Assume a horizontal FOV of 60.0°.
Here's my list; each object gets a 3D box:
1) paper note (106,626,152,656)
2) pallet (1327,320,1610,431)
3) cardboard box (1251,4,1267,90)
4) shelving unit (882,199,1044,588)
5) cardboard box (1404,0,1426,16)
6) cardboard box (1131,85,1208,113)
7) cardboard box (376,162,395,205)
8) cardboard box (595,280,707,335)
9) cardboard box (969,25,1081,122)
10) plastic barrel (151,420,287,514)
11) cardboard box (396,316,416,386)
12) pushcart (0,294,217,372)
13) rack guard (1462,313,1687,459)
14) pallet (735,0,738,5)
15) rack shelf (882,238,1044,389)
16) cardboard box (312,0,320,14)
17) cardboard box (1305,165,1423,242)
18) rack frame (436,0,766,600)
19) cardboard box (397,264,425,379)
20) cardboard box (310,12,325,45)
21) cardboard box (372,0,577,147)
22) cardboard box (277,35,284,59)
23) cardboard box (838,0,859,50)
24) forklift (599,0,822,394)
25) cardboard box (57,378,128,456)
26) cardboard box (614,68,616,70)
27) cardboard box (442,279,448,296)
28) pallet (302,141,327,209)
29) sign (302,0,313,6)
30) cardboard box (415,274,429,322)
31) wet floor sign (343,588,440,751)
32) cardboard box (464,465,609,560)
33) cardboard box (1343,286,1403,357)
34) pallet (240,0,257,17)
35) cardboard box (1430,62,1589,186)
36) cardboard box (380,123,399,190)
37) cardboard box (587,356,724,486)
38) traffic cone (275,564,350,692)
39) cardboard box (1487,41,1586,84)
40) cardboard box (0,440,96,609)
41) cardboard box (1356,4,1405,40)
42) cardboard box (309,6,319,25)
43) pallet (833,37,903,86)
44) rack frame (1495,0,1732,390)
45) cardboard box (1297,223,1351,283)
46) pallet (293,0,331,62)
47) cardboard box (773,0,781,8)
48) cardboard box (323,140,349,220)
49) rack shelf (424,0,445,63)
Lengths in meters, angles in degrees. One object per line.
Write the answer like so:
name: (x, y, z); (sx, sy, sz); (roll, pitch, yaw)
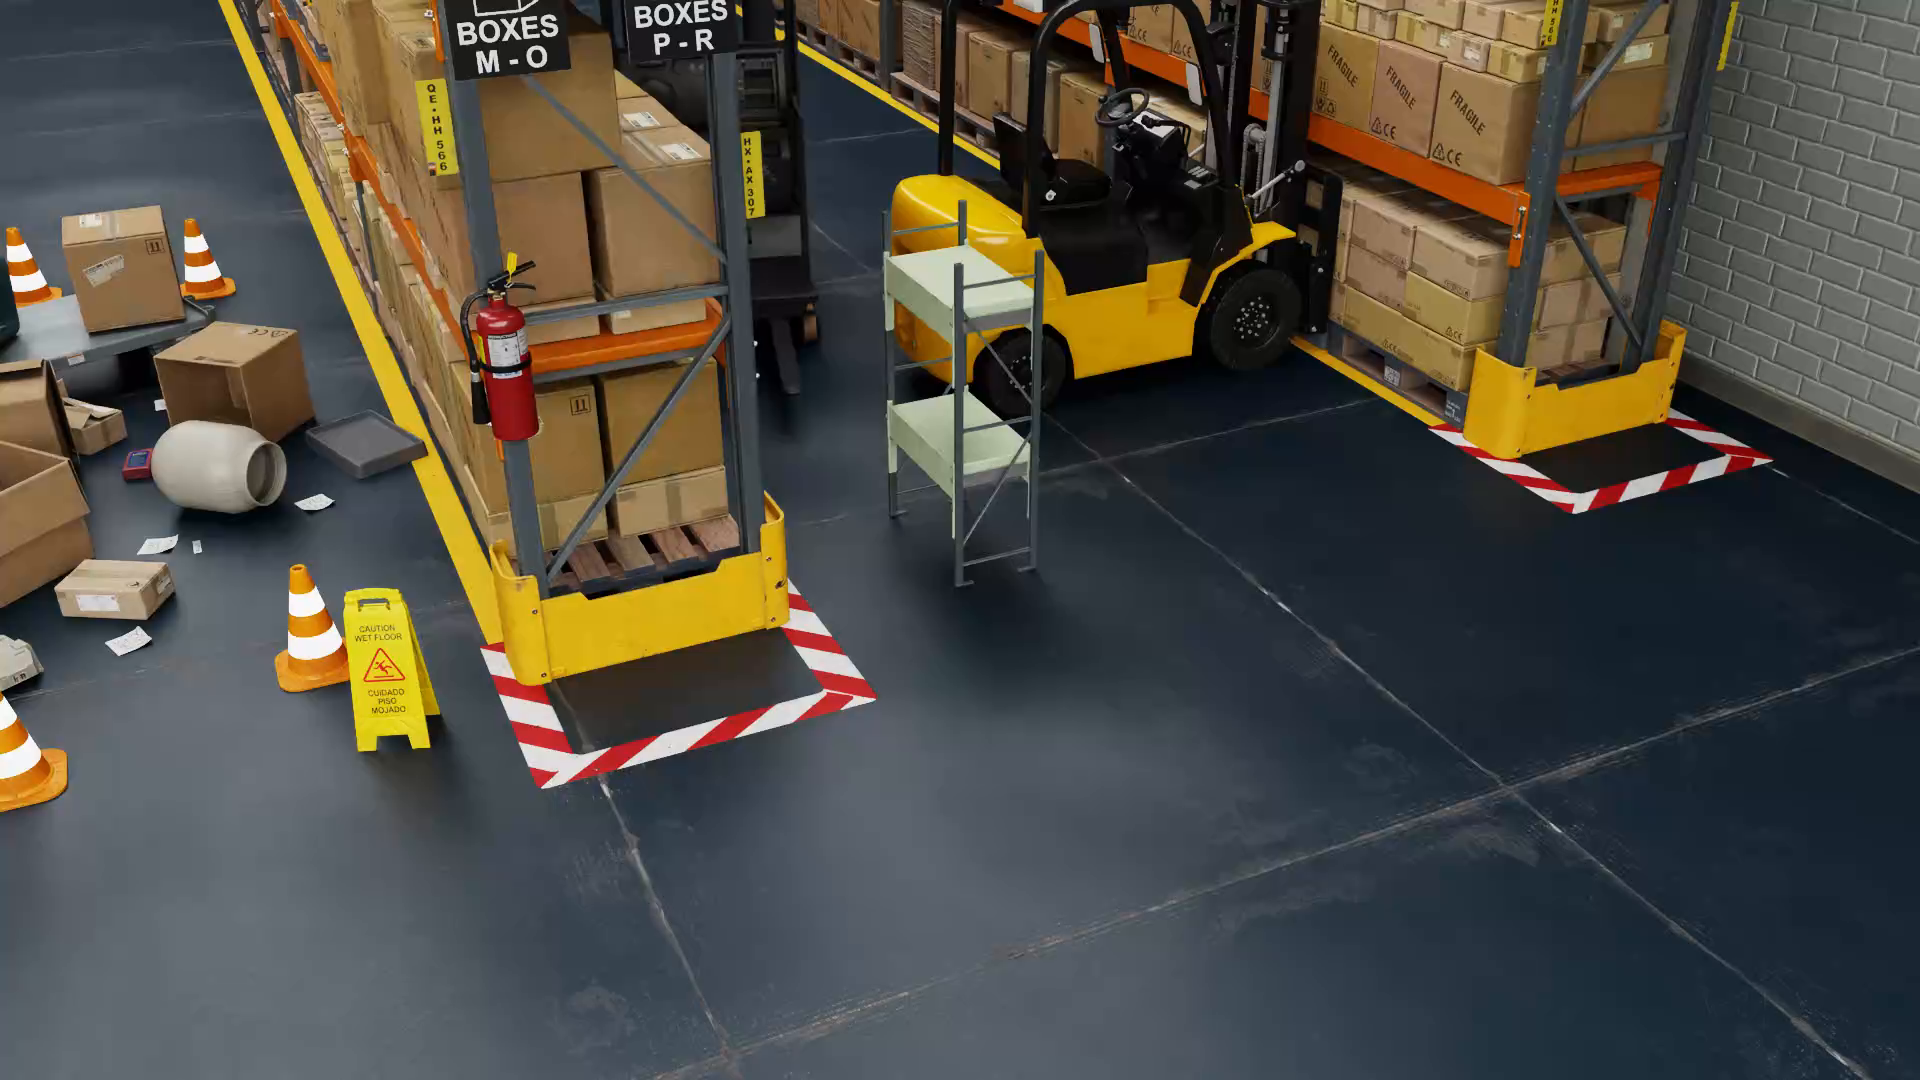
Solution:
paper note: (-3.482, 0.421, 6.968); (0.142, 0.019, 0.148); (26, 38, 38)
pallet: (2.837, -1.031, 9.373); (1.003, 0.211, 1.213); (-13, 32, -22)
cardboard box: (1.898, -3.028, 9.981); (0.500, 0.500, 0.500); (-13, 32, -22)
shelving unit: (0.003, -0.651, 7.378); (0.431, 1.500, 0.755); (-13, 32, -22)
cardboard box: (2.549, -2.827, 8.654); (0.380, 0.149, 0.250); (-13, 32, -22)
cardboard box: (1.410, -2.826, 11.082); (0.500, 0.250, 0.500); (-14, 32, -23)
cardboard box: (-2.609, -1.758, 8.076); (0.380, 0.149, 0.250); (-13, 32, -22)
cardboard box: (-1.237, -0.959, 6.649); (0.380, 0.149, 0.250); (-13, 32, -22)
cardboard box: (0.601, -3.737, 13.346); (0.875, 0.625, 0.625); (-14, 32, -24)
plastic barrel: (-3.532, -0.345, 7.933); (0.512, 0.421, 0.421); (7, 30, 13)
cardboard box: (-2.747, -1.075, 8.981); (0.500, 0.250, 0.500); (-11, 31, -19)
pushcart: (-5.033, -0.997, 9.142); (0.936, 0.377, 1.648); (26, 38, 38)
rack guard: (3.214, -0.818, 8.697); (1.175, 0.500, 0.348); (-13, 32, -22)
pallet: (-2.242, -6.306, 18.781); (1.003, 0.211, 1.213); (-13, 32, -22)
rack shelf: (0.003, -0.992, 7.187); (0.431, 0.370, 0.720); (-13, 32, -22)
cardboard box: (-3.002, -3.011, 8.624); (0.700, 0.500, 0.500); (-13, 32, -22)
cardboard box: (2.274, -1.921, 9.469); (0.500, 0.250, 0.500); (-13, 32, -21)
rack frame: (-1.278, -0.875, 6.243); (1.000, 3.000, 0.127); (-13, 32, -22)
cardboard box: (-2.524, -1.172, 8.388); (0.500, 0.500, 0.500); (-11, 31, -19)
cardboard box: (-3.706, -3.111, 10.059); (0.380, 0.149, 0.250); (-14, 32, -23)
cardboard box: (-1.905, -1.889, 6.623); (0.700, 0.500, 0.500); (-13, 32, -22)
cardboard box: (-5.696, -4.777, 14.946); (0.875, 0.875, 0.875); (-12, 31, -21)
cardboard box: (-0.812, -4.910, 15.566); (0.500, 0.500, 0.500); (-14, 32, -23)
forklift: (-1.425, -2.554, 9.309); (1.130, 2.935, 3.031); (-5, 30, -9)
cardboard box: (-4.584, -0.638, 8.617); (0.396, 0.266, 0.258); (13, 32, 21)
cardboard box: (-1.902, -1.991, 7.828); (0.500, 0.500, 0.500); (-14, 32, -23)
cardboard box: (-1.932, -1.092, 6.887); (0.380, 0.149, 0.250); (-14, 32, -23)
pallet: (-4.378, -2.847, 12.611); (1.003, 0.211, 1.213); (-13, 32, -22)
sign: (-3.495, -3.028, 8.900); (0.100, 0.325, 0.005); (-13, 32, -22)
cardboard box: (-2.292, -1.144, 7.676); (0.380, 0.149, 0.250); (-12, 31, -20)
wet floor sign: (-2.163, 0.461, 6.268); (0.267, 0.644, 0.232); (-3, 29, -5)
cardboard box: (-1.878, -0.170, 7.368); (0.500, 0.250, 0.500); (-13, 32, -22)
cardboard box: (2.511, -1.265, 9.321); (0.500, 0.250, 0.500); (-13, 32, -22)
pallet: (-7.213, -5.851, 17.969); (1.003, 0.211, 1.213); (-13, 32, -22)
cardboard box: (2.755, -2.124, 8.369); (0.500, 0.500, 0.500); (-14, 32, -23)
cardboard box: (-2.383, -1.902, 7.668); (0.500, 0.500, 0.500); (-13, 32, -21)
cardboard box: (-1.385, -0.610, 7.387); (0.500, 0.500, 0.500); (-14, 32, -24)
traffic cone: (-2.628, 0.313, 6.719); (0.336, 0.463, 0.334); (-13, 32, -22)
cardboard box: (2.801, -2.339, 8.089); (0.380, 0.149, 0.250); (-13, 32, -21)
cardboard box: (-4.319, -0.030, 7.289); (0.637, 0.503, 0.797); (13, 32, 21)
cardboard box: (2.355, -2.793, 8.899); (0.380, 0.149, 0.250); (-14, 32, -24)
cardboard box: (-3.615, -3.373, 9.862); (0.500, 0.500, 0.500); (-13, 32, -22)
pallet: (-0.517, -4.574, 15.691); (1.003, 0.211, 1.213); (-13, 32, -22)
rack frame: (3.203, -1.918, 8.104); (1.000, 3.000, 0.127); (-13, 32, -22)
cardboard box: (2.266, -1.717, 9.616); (0.500, 0.250, 0.500); (-14, 32, -23)
pallet: (-3.826, -3.459, 11.048); (1.003, 0.211, 1.213); (-13, 32, -22)
cardboard box: (-1.706, -5.818, 17.185); (0.500, 0.500, 0.500); (-14, 32, -23)
cardboard box: (-3.834, -2.533, 11.458); (0.950, 0.372, 0.625); (-12, 31, -20)
rack shelf: (-2.137, -2.753, 7.261); (1.077, 0.370, 4.000); (-13, 32, -22)
